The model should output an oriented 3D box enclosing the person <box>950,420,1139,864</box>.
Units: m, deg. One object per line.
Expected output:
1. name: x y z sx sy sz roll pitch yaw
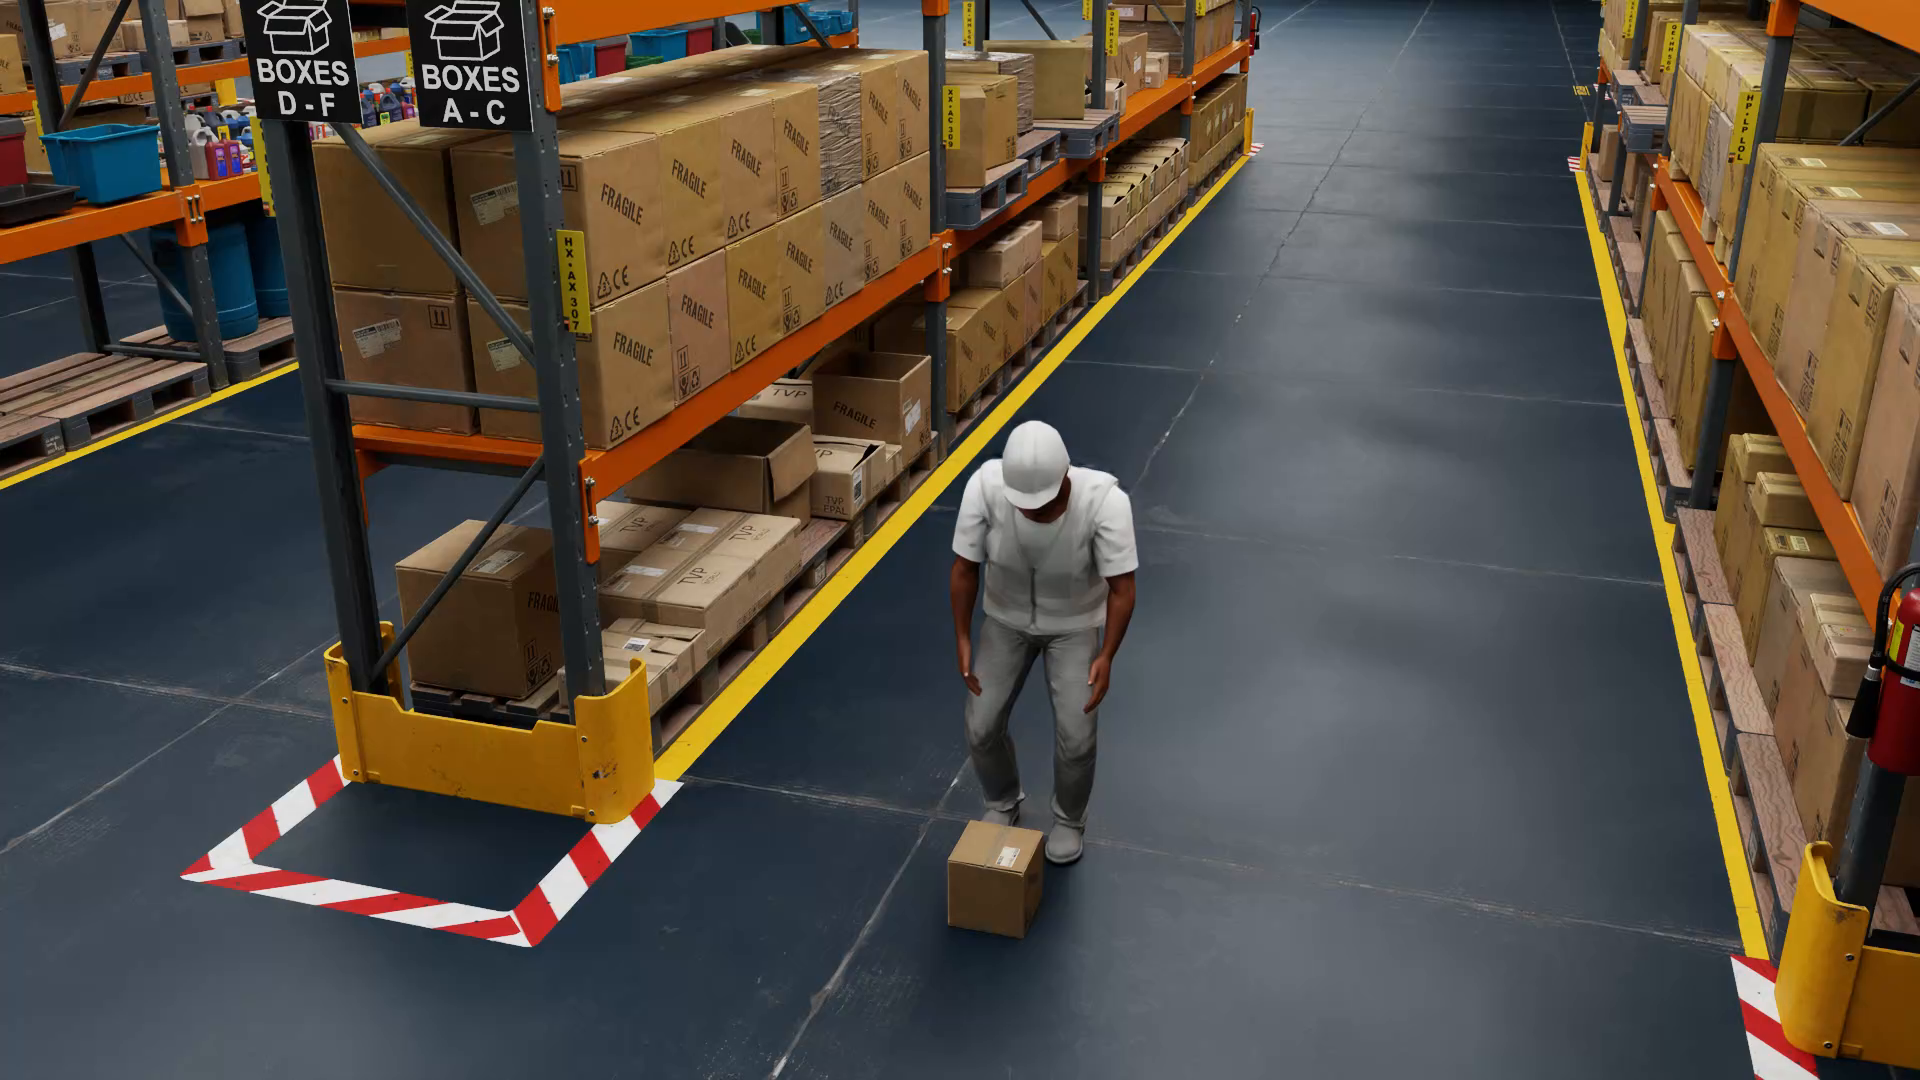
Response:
1. person: 0.279 0.315 5.507 0.620 1.591 0.622 7 23 16
